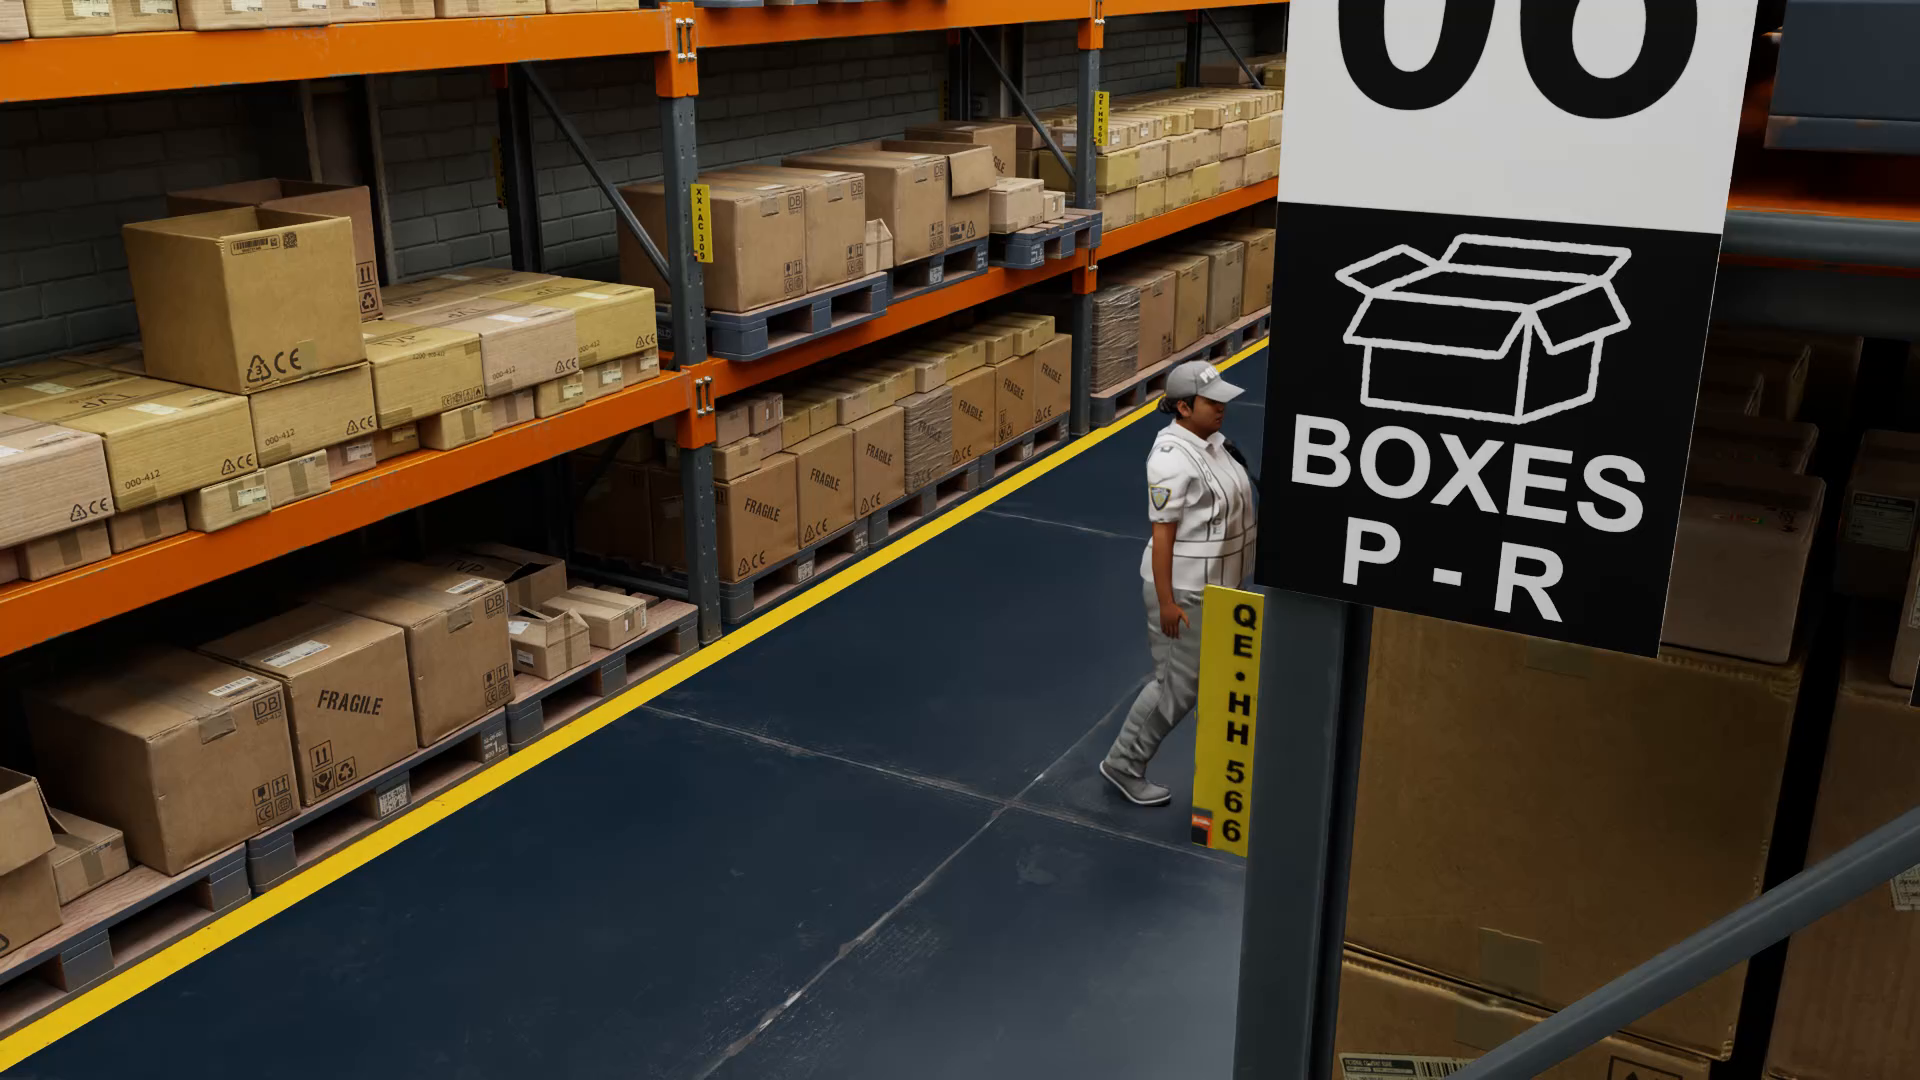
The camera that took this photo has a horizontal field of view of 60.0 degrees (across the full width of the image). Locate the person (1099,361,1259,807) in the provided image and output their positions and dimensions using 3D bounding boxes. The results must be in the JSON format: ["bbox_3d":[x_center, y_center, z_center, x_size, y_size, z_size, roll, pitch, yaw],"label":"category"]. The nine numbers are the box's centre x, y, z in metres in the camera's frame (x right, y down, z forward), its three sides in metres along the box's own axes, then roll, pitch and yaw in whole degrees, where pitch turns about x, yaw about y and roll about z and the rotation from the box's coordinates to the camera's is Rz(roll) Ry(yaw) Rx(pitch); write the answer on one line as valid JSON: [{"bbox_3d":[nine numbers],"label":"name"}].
[{"bbox_3d":[0.877,0.170,6.085,0.597,1.671,0.491,12,23,29],"label":"person"}]
